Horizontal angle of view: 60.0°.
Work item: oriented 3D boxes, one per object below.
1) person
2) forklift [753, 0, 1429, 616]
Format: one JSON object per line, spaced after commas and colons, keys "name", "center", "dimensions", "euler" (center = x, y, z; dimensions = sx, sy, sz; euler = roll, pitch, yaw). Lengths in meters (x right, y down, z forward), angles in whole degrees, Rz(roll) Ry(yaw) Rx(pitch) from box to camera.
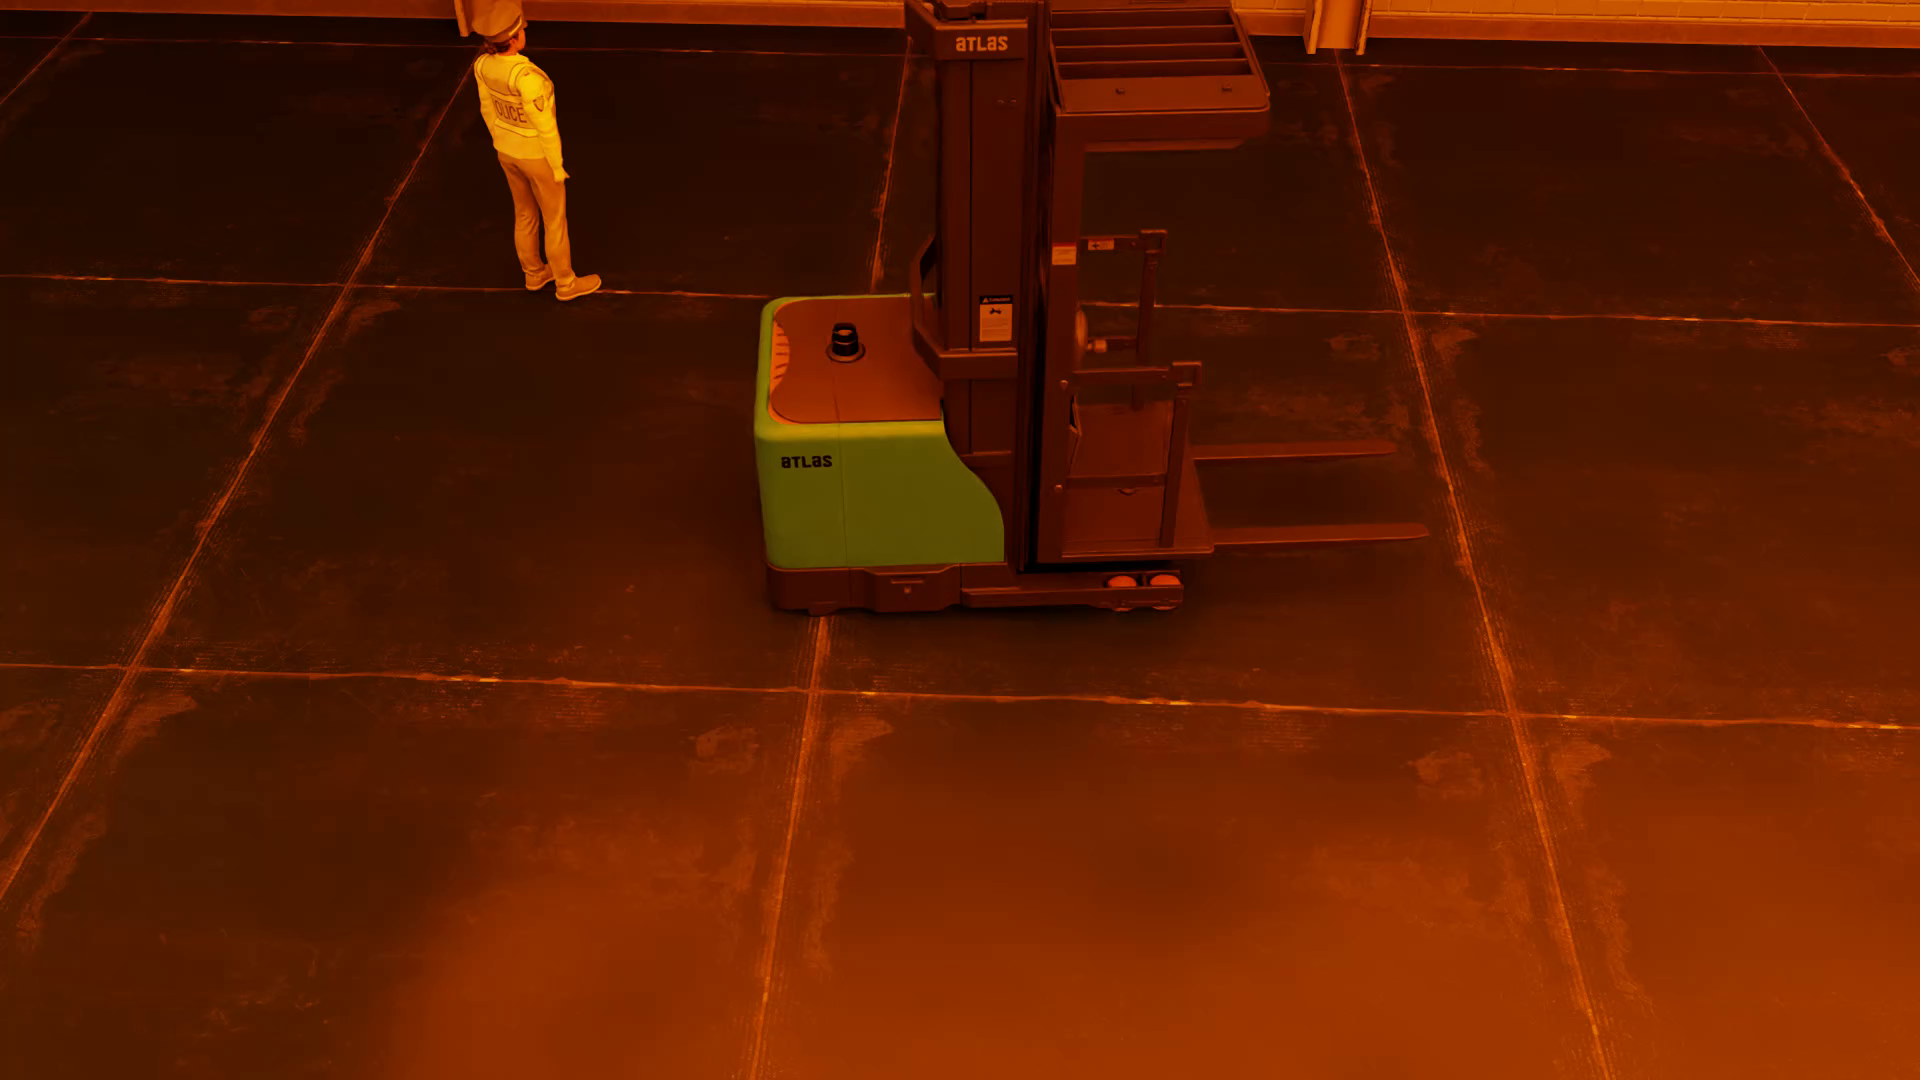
{"name": "person", "center": [-2.305, -2.077, 8.942], "dimensions": [0.461, 1.692, 0.339], "euler": [24, 48, 24]}
{"name": "forklift", "center": [0.621, -1.116, 6.964], "dimensions": [3.031, 2.935, 1.130], "euler": [-2, 42, -2]}
